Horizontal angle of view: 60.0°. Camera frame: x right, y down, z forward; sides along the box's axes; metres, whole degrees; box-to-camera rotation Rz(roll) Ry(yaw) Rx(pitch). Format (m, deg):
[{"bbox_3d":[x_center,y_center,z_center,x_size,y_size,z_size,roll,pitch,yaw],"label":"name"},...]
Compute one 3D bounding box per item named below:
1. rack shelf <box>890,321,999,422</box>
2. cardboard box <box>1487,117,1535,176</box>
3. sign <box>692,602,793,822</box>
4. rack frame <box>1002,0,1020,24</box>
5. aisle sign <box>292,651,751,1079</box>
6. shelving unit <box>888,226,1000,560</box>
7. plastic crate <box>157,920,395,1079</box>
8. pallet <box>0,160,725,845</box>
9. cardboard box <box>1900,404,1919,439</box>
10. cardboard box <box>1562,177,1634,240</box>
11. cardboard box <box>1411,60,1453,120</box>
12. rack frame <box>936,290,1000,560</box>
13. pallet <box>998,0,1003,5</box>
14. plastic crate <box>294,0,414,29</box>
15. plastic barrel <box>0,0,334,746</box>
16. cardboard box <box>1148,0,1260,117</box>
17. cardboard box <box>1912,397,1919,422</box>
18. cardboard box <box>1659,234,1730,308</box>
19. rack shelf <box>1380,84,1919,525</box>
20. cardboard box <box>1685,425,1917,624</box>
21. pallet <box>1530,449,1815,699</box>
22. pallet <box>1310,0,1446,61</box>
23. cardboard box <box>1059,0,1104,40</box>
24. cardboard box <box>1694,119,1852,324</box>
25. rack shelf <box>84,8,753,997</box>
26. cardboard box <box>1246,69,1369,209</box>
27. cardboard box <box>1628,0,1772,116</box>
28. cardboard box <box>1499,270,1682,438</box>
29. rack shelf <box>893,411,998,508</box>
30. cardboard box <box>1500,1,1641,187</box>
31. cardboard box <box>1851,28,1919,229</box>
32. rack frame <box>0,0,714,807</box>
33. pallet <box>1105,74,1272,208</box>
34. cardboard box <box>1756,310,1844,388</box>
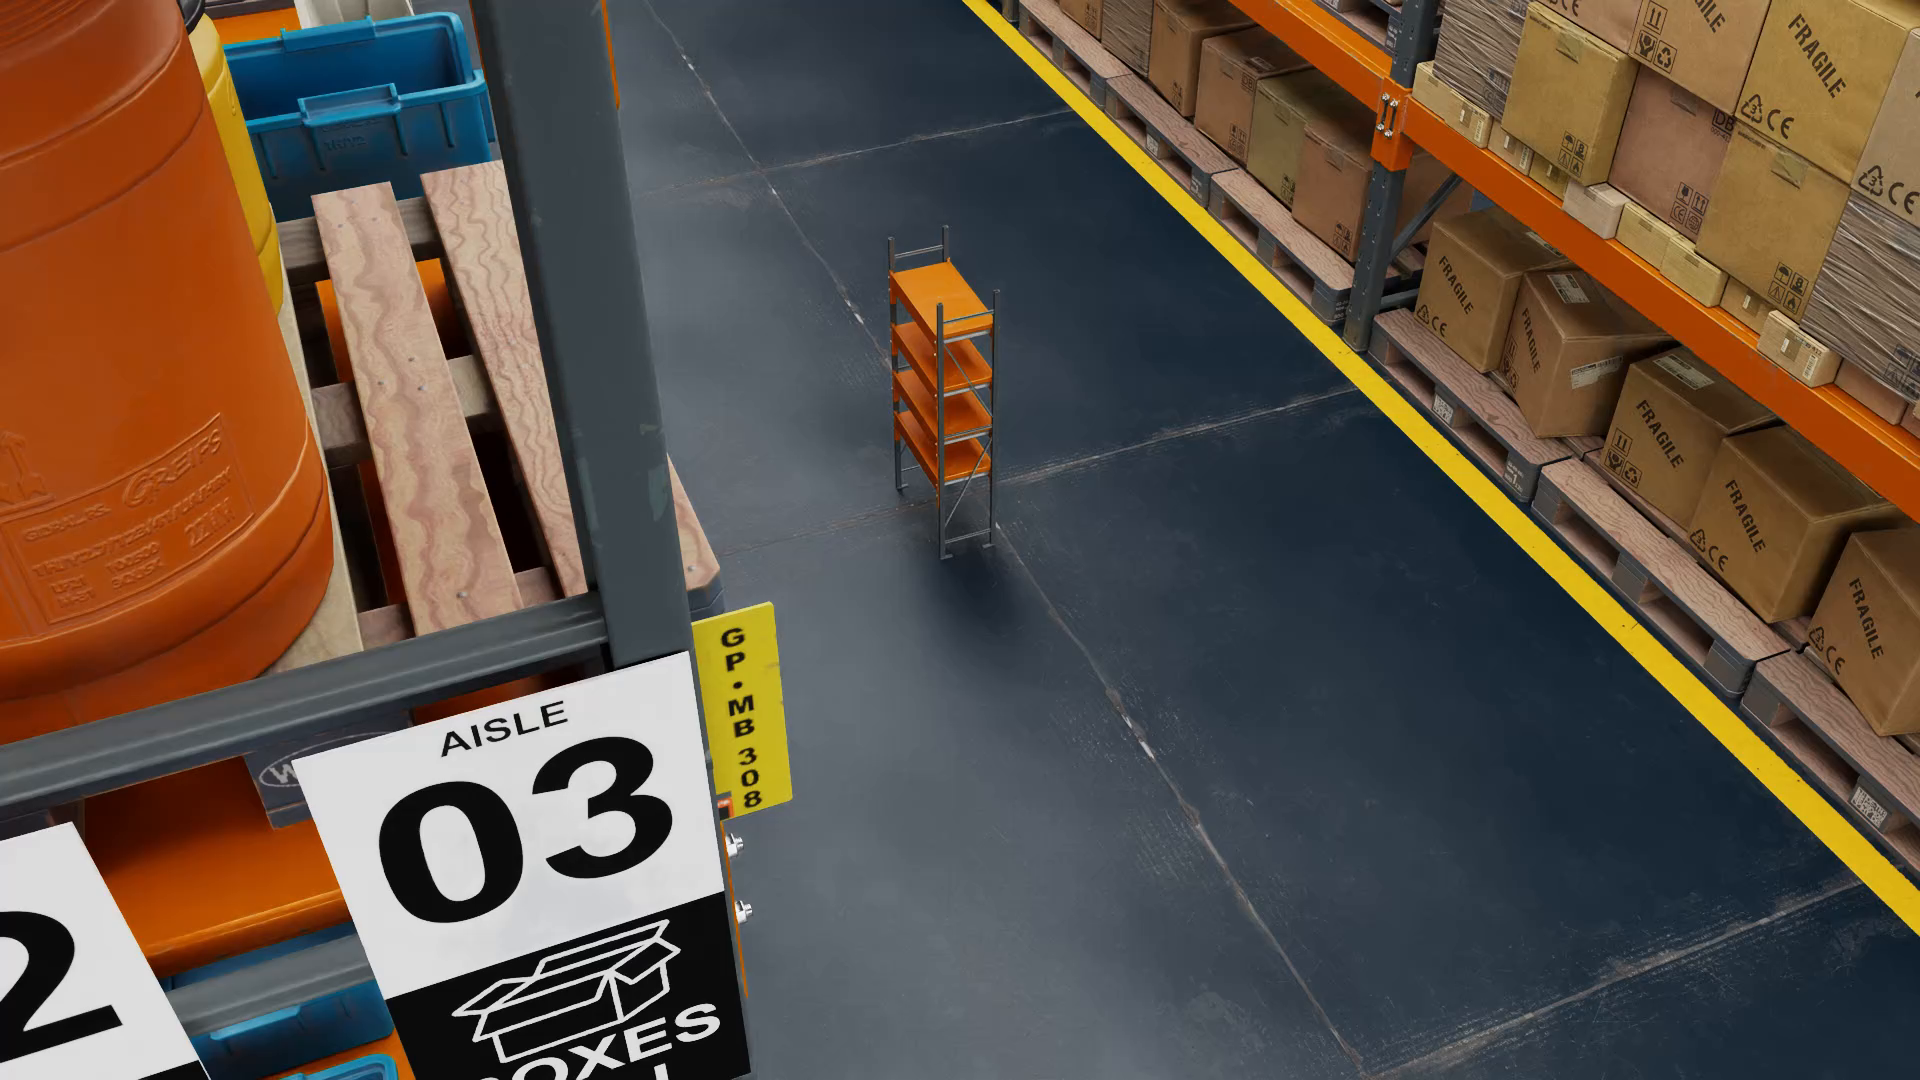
[{"bbox_3d":[-0.063,-0.673,6.373,0.258,0.148,0.480,-15,43,-17],"label":"rack shelf"},{"bbox_3d":[2.294,-1.569,6.467,0.380,0.149,0.250,-15,43,-17],"label":"cardboard box"},{"bbox_3d":[-0.251,0.204,1.905,0.100,0.325,0.005,-15,43,-17],"label":"sign"},{"bbox_3d":[0.755,-4.576,9.771,1.000,3.000,0.127,-15,43,-17],"label":"rack frame"},{"bbox_3d":[-0.462,0.464,1.917,0.394,0.787,0.004,-15,43,-17],"label":"aisle sign"},{"bbox_3d":[-0.063,-0.555,6.475,0.258,1.200,0.503,-15,43,-17],"label":"shelving unit"},{"bbox_3d":[-1.472,0.916,3.498,0.499,0.251,0.408,-15,43,-17],"label":"plastic crate"},{"bbox_3d":[-0.987,-0.110,2.421,1.003,0.211,1.213,-15,43,-17],"label":"pallet"},{"bbox_3d":[3.139,-0.386,5.090,0.380,0.149,0.250,-15,43,-17],"label":"cardboard box"},{"bbox_3d":[2.456,-1.260,6.107,0.380,0.149,0.250,-15,43,-17],"label":"cardboard box"},{"bbox_3d":[2.089,-1.866,6.813,0.380,0.149,0.250,-15,43,-17],"label":"cardboard box"},{"bbox_3d":[0.030,-0.408,6.304,0.240,1.200,0.015,-15,43,-17],"label":"rack frame"},{"bbox_3d":[0.523,-4.012,11.254,1.003,0.211,1.213,-15,43,-17],"label":"pallet"},{"bbox_3d":[-1.303,-1.102,3.633,0.243,0.136,0.396,-15,43,-17],"label":"plastic crate"},{"bbox_3d":[-1.064,-0.241,1.778,0.600,0.830,0.708,-15,43,-17],"label":"plastic barrel"},{"bbox_3d":[1.477,-2.726,9.199,0.700,0.500,0.500,-12,42,-13],"label":"cardboard box"},{"bbox_3d":[3.328,-0.517,4.746,0.875,0.500,0.500,-15,43,-17],"label":"cardboard box"},{"bbox_3d":[2.676,-0.966,5.766,0.380,0.149,0.250,-15,43,-17],"label":"cardboard box"},{"bbox_3d":[3.050,-0.689,5.802,1.077,0.370,4.000,-15,43,-17],"label":"rack shelf"},{"bbox_3d":[3.110,-0.082,6.140,0.500,0.500,0.500,-11,42,-13],"label":"cardboard box"},{"bbox_3d":[3.045,0.023,6.562,1.003,0.211,1.213,-15,43,-17],"label":"pallet"},{"bbox_3d":[2.127,-2.590,7.609,1.003,0.211,1.213,-15,43,-17],"label":"pallet"},{"bbox_3d":[1.029,-3.396,9.979,0.700,0.500,0.500,-17,44,-19],"label":"cardboard box"},{"bbox_3d":[2.996,-1.133,5.462,0.875,0.500,0.500,-15,43,-17],"label":"cardboard box"},{"bbox_3d":[-1.526,-0.590,3.387,1.077,0.370,4.000,-15,43,-17],"label":"rack shelf"},{"bbox_3d":[1.905,-2.053,8.416,0.700,0.500,0.500,-15,43,-17],"label":"cardboard box"},{"bbox_3d":[2.606,-1.759,5.424,0.500,0.500,0.500,-15,43,-17],"label":"cardboard box"},{"bbox_3d":[2.627,-0.784,6.956,0.500,0.500,0.500,-3,41,-3],"label":"cardboard box"},{"bbox_3d":[-0.063,-0.353,6.648,0.258,0.148,0.480,-15,43,-17],"label":"rack shelf"},{"bbox_3d":[2.559,-1.720,6.145,0.875,0.500,0.500,-15,43,-17],"label":"cardboard box"},{"bbox_3d":[2.991,-1.158,4.724,0.500,0.500,0.500,-15,43,-17],"label":"cardboard box"},{"bbox_3d":[-0.761,-0.796,0.774,1.000,3.000,0.127,-15,43,-17],"label":"rack frame"},{"bbox_3d":[1.515,-2.314,9.279,1.003,0.211,1.213,-15,43,-17],"label":"pallet"},{"bbox_3d":[2.845,-0.659,5.408,0.380,0.149,0.250,-15,43,-17],"label":"cardboard box"}]
